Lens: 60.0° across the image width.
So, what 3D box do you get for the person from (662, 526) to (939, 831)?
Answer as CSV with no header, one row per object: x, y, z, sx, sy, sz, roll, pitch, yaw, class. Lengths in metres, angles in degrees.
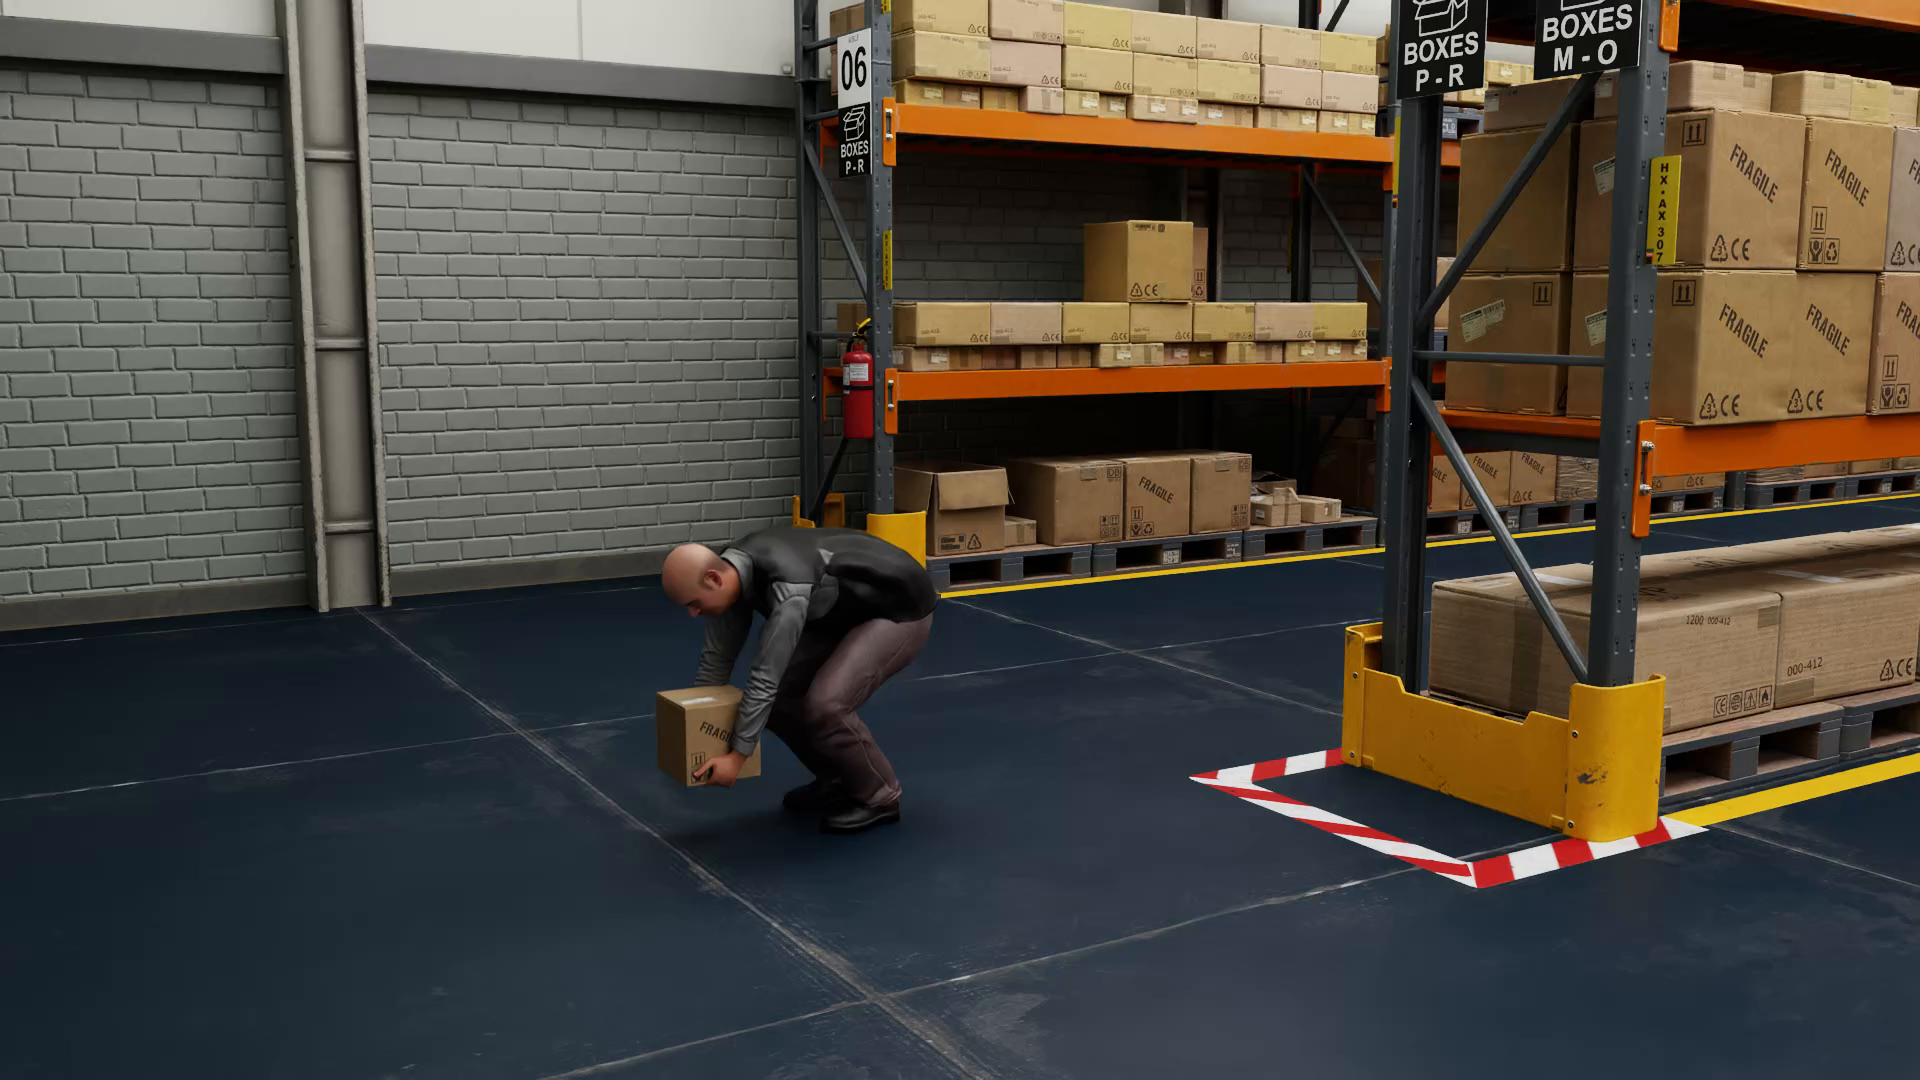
-0.530,0.451,5.401,0.926,0.972,0.518,-5,10,-33,person
